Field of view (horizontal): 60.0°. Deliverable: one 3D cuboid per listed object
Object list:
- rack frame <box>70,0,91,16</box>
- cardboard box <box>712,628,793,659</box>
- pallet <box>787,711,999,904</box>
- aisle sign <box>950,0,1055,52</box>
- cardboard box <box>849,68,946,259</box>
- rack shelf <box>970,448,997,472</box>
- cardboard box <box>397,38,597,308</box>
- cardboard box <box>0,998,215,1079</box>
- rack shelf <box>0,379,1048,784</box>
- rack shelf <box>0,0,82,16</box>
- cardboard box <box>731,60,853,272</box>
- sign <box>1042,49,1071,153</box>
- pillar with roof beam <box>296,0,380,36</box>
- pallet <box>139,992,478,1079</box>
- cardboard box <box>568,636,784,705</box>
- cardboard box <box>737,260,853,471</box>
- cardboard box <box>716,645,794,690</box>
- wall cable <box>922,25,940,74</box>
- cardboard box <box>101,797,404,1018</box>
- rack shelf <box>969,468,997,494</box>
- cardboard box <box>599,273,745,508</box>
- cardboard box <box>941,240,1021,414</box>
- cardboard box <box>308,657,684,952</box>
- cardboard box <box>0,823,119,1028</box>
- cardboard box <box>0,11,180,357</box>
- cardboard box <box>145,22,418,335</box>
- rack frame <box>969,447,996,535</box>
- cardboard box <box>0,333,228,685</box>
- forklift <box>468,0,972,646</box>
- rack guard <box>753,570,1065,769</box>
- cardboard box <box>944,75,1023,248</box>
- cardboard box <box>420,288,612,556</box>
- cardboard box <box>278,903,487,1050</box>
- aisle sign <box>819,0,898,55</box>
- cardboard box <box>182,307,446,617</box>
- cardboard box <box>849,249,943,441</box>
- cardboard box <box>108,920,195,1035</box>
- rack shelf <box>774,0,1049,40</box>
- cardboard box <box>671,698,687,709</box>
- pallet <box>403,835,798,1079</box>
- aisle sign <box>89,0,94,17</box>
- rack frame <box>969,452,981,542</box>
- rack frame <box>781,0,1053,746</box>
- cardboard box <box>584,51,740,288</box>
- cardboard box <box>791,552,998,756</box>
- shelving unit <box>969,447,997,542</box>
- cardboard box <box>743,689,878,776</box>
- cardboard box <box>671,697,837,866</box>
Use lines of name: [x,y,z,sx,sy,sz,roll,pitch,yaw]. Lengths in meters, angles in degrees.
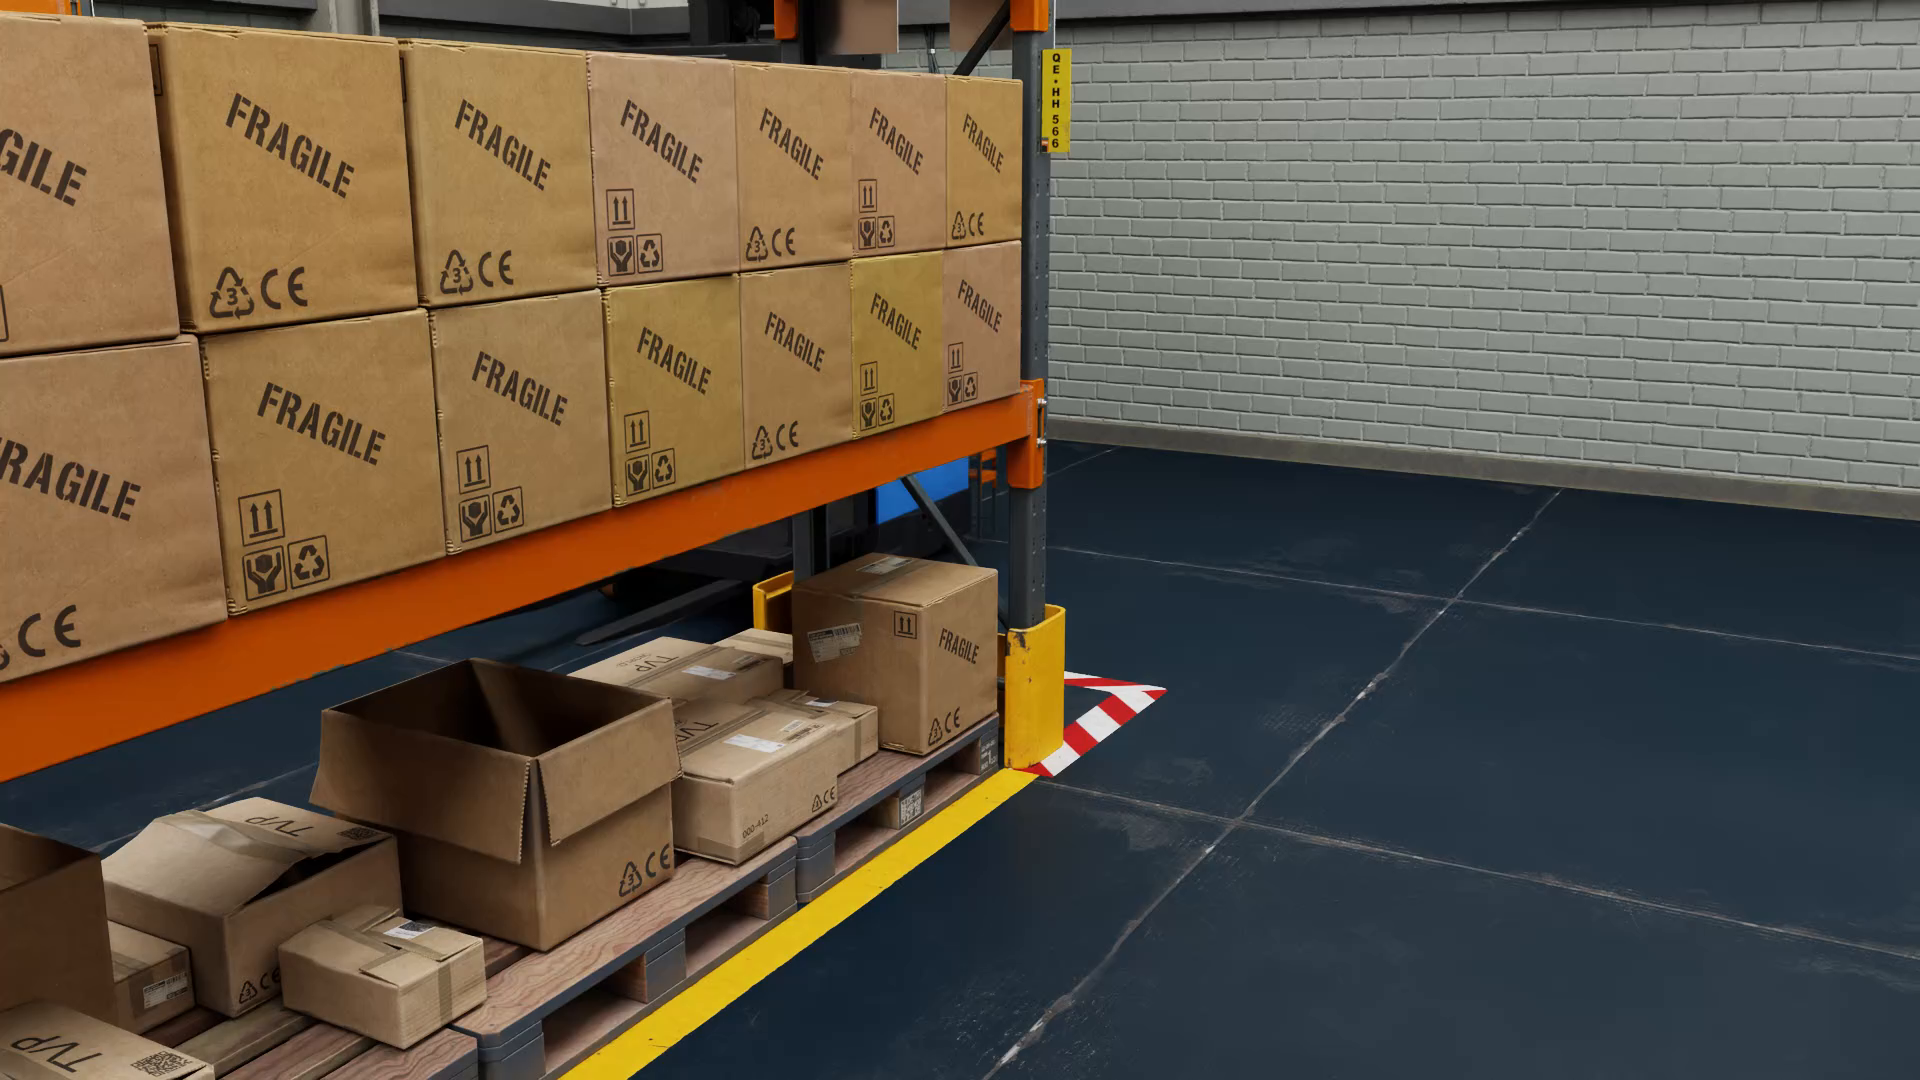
rack frame: [-4.501,-1.338,8.185,1.000,3.000,0.127,7,15,28]
cardboard box: [-0.666,0.441,5.948,0.380,0.149,0.250,7,15,28]
pallet: [-0.584,0.757,5.443,1.003,0.211,1.213,7,15,28]
aisle sign: [0.138,-2.021,5.470,0.394,0.787,0.004,7,15,28]
cardboard box: [-0.381,-1.086,4.793,0.500,0.500,0.500,8,16,30]
rack shelf: [0.048,-0.447,9.028,0.258,0.103,0.180,7,15,27]
cardboard box: [-1.124,-0.768,3.473,0.500,0.500,0.500,7,15,26]
cardboard box: [-1.704,1.074,2.975,0.500,0.311,0.500,7,15,28]
rack shelf: [-1.130,-0.018,4.242,1.077,0.370,4.000,7,15,28]
rack shelf: [-5.468,-2.037,6.216,1.077,0.370,4.000,7,15,28]
cardboard box: [-0.627,-0.979,4.350,0.500,0.500,0.500,8,16,30]
sign: [0.313,-1.427,5.410,0.100,0.325,0.005,7,15,28]
pillar with roof beam: [-0.184,-4.419,8.163,9.100,9.000,0.400,7,15,28]
pallet: [-1.764,1.258,3.367,1.003,0.211,1.213,7,15,28]
cardboard box: [-0.916,0.527,5.376,0.500,0.250,0.500,7,15,28]
cardboard box: [-0.635,-0.495,4.474,0.500,0.500,0.500,8,15,28]
cardboard box: [-0.787,0.484,5.733,0.380,0.166,0.250,7,15,28]
wall cable: [-1.454,-3.865,12.491,3.097,2.526,0.112,7,15,28]
cardboard box: [-1.707,0.833,3.976,0.500,0.311,0.500,7,15,28]
rack shelf: [0.048,-0.330,9.056,0.258,0.103,0.180,7,15,27]
cardboard box: [-0.879,-0.392,4.045,0.500,0.500,0.500,7,15,27]
cardboard box: [-0.141,-0.704,5.339,0.500,0.500,0.500,8,16,30]
cardboard box: [-1.193,0.656,4.298,0.797,0.503,0.637,7,15,28]
cardboard box: [-2.069,0.895,3.316,0.500,0.500,0.500,7,15,28]
cardboard box: [-1.622,-0.557,2.596,0.500,0.500,0.500,8,16,29]
cardboard box: [-1.373,-0.663,3.035,0.500,0.500,0.500,7,15,26]
rack frame: [0.090,-0.626,9.068,0.240,1.200,0.006,7,15,27]
cardboard box: [-1.612,-0.080,2.750,0.500,0.500,0.500,8,16,30]
forklift: [-1.055,-1.156,7.574,1.130,2.935,3.031,7,15,26]
rack guard: [-0.200,0.453,6.088,1.175,0.500,0.348,7,15,28]
cardboard box: [-0.137,-1.190,5.223,0.500,0.500,0.500,7,15,28]
cardboard box: [-1.123,-0.287,3.612,0.500,0.500,0.500,7,15,28]
cardboard box: [-1.295,0.966,3.733,0.380,0.166,0.250,7,15,28]
aisle sign: [-0.387,-2.089,5.752,0.394,0.787,0.004,7,15,28]
cardboard box: [-1.367,-0.185,3.187,0.500,0.500,0.500,8,16,29]
cardboard box: [-0.389,-0.597,4.896,0.500,0.500,0.500,8,15,29]
cardboard box: [-1.941,0.982,3.704,0.380,0.149,0.250,7,15,28]
rack shelf: [-1.130,-1.476,3.891,1.077,0.370,4.000,7,15,28]
cardboard box: [-1.157,0.629,4.950,0.500,0.250,0.500,7,15,28]
pallet: [-1.175,1.006,4.409,1.003,0.211,1.213,7,15,28]
aisle sign: [-4.204,-2.583,7.801,0.394,0.787,0.004,7,15,28]
rack frame: [0.005,-0.588,8.911,0.240,1.200,0.006,7,15,27]
rack frame: [-0.163,-0.778,5.860,1.000,3.000,0.127,7,15,28]
cardboard box: [-0.876,-0.874,3.912,0.500,0.500,0.500,8,16,30]
cardboard box: [-0.210,0.363,5.523,0.500,0.500,0.500,7,15,28]
shelving unit: [0.048,-0.607,8.990,0.258,1.200,0.189,7,15,27]
cardboard box: [-0.485,0.598,5.260,0.380,0.166,0.250,7,15,28]
cardboard box: [-0.696,0.676,4.758,0.500,0.250,0.500,7,15,28]
